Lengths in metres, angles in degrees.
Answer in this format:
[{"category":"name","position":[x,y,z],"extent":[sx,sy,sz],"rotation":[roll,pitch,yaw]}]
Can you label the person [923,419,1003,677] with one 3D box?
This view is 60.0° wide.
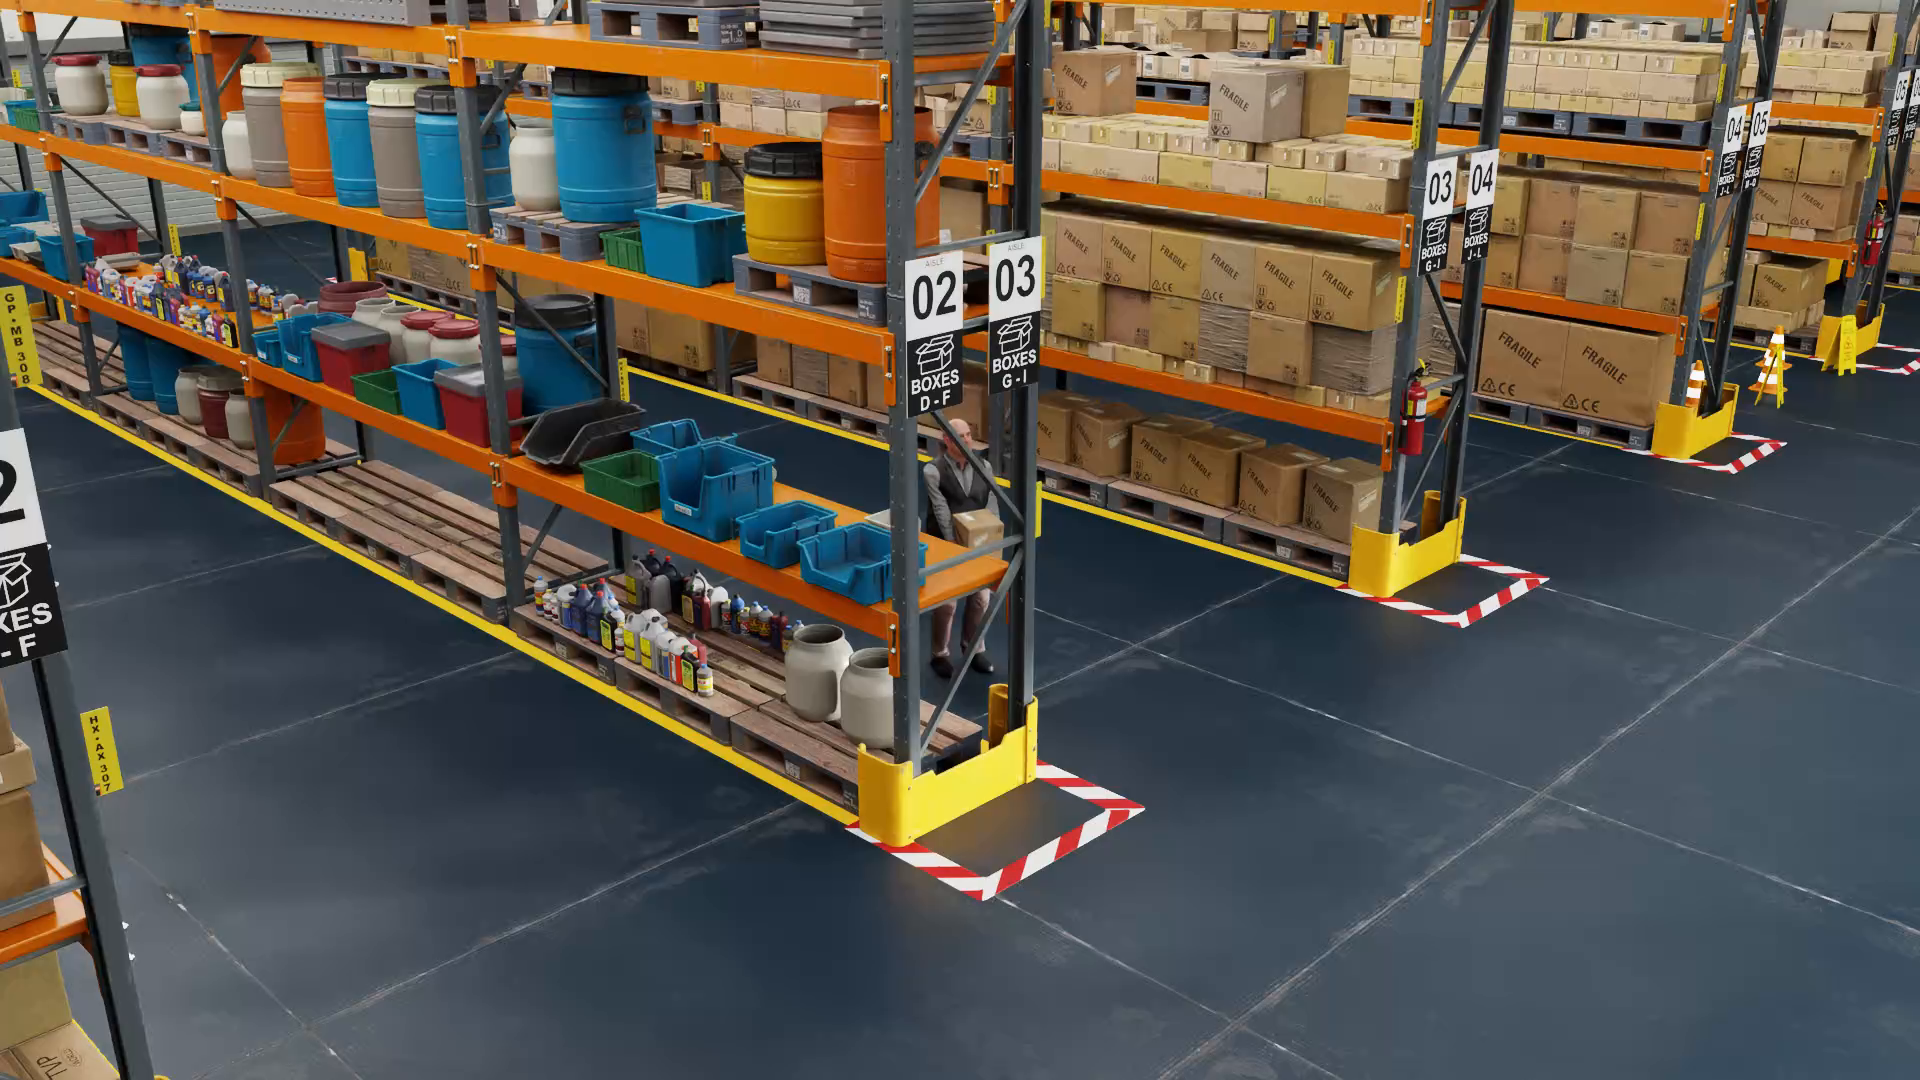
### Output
[{"category":"person","position":[0.044,0.073,10.935],"extent":[0.494,1.709,0.559],"rotation":[-10,23,-25]}]
